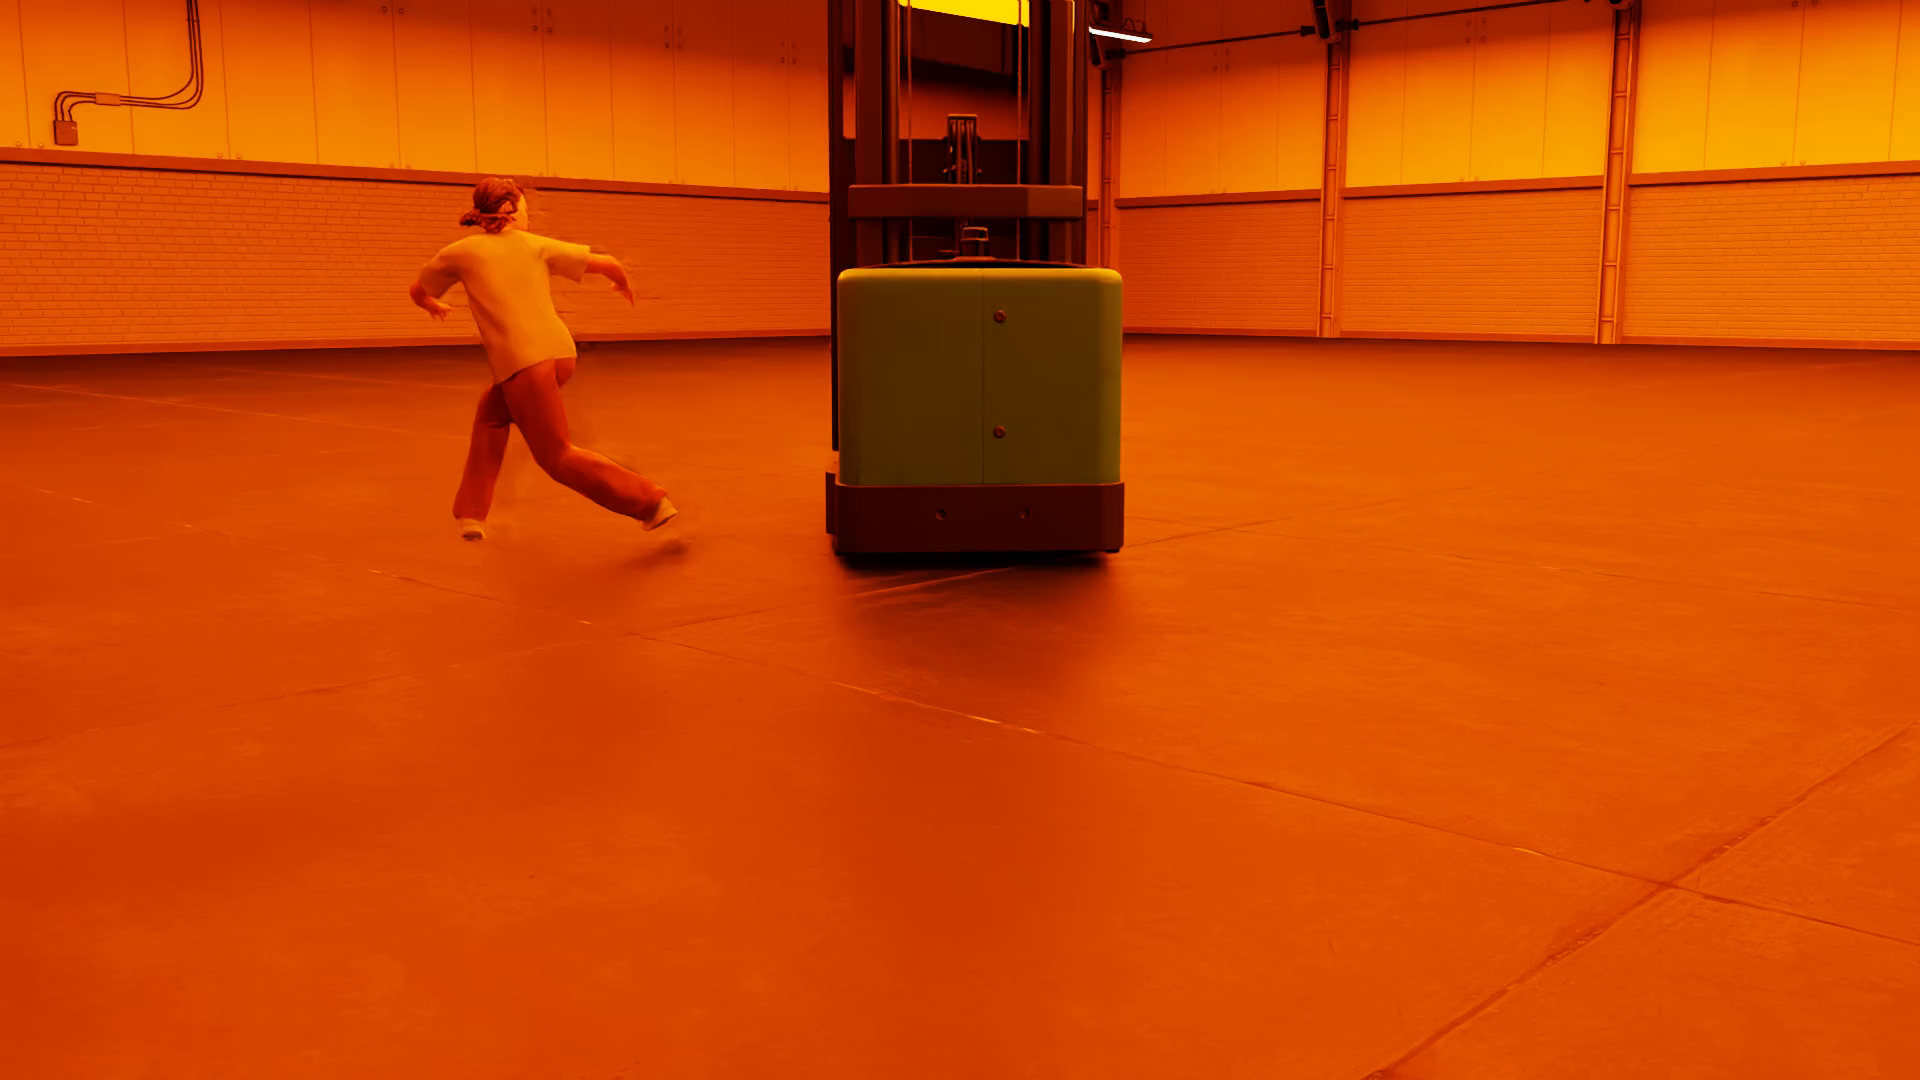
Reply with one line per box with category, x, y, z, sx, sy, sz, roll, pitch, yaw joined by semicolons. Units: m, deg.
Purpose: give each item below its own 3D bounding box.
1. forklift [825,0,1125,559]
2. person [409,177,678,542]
forklift;-0.027;-1.561;7.242;1.130;2.935;3.031;-1;9;-4
person;-1.679;-0.699;6.639;0.829;1.459;1.036;-8;12;-44
